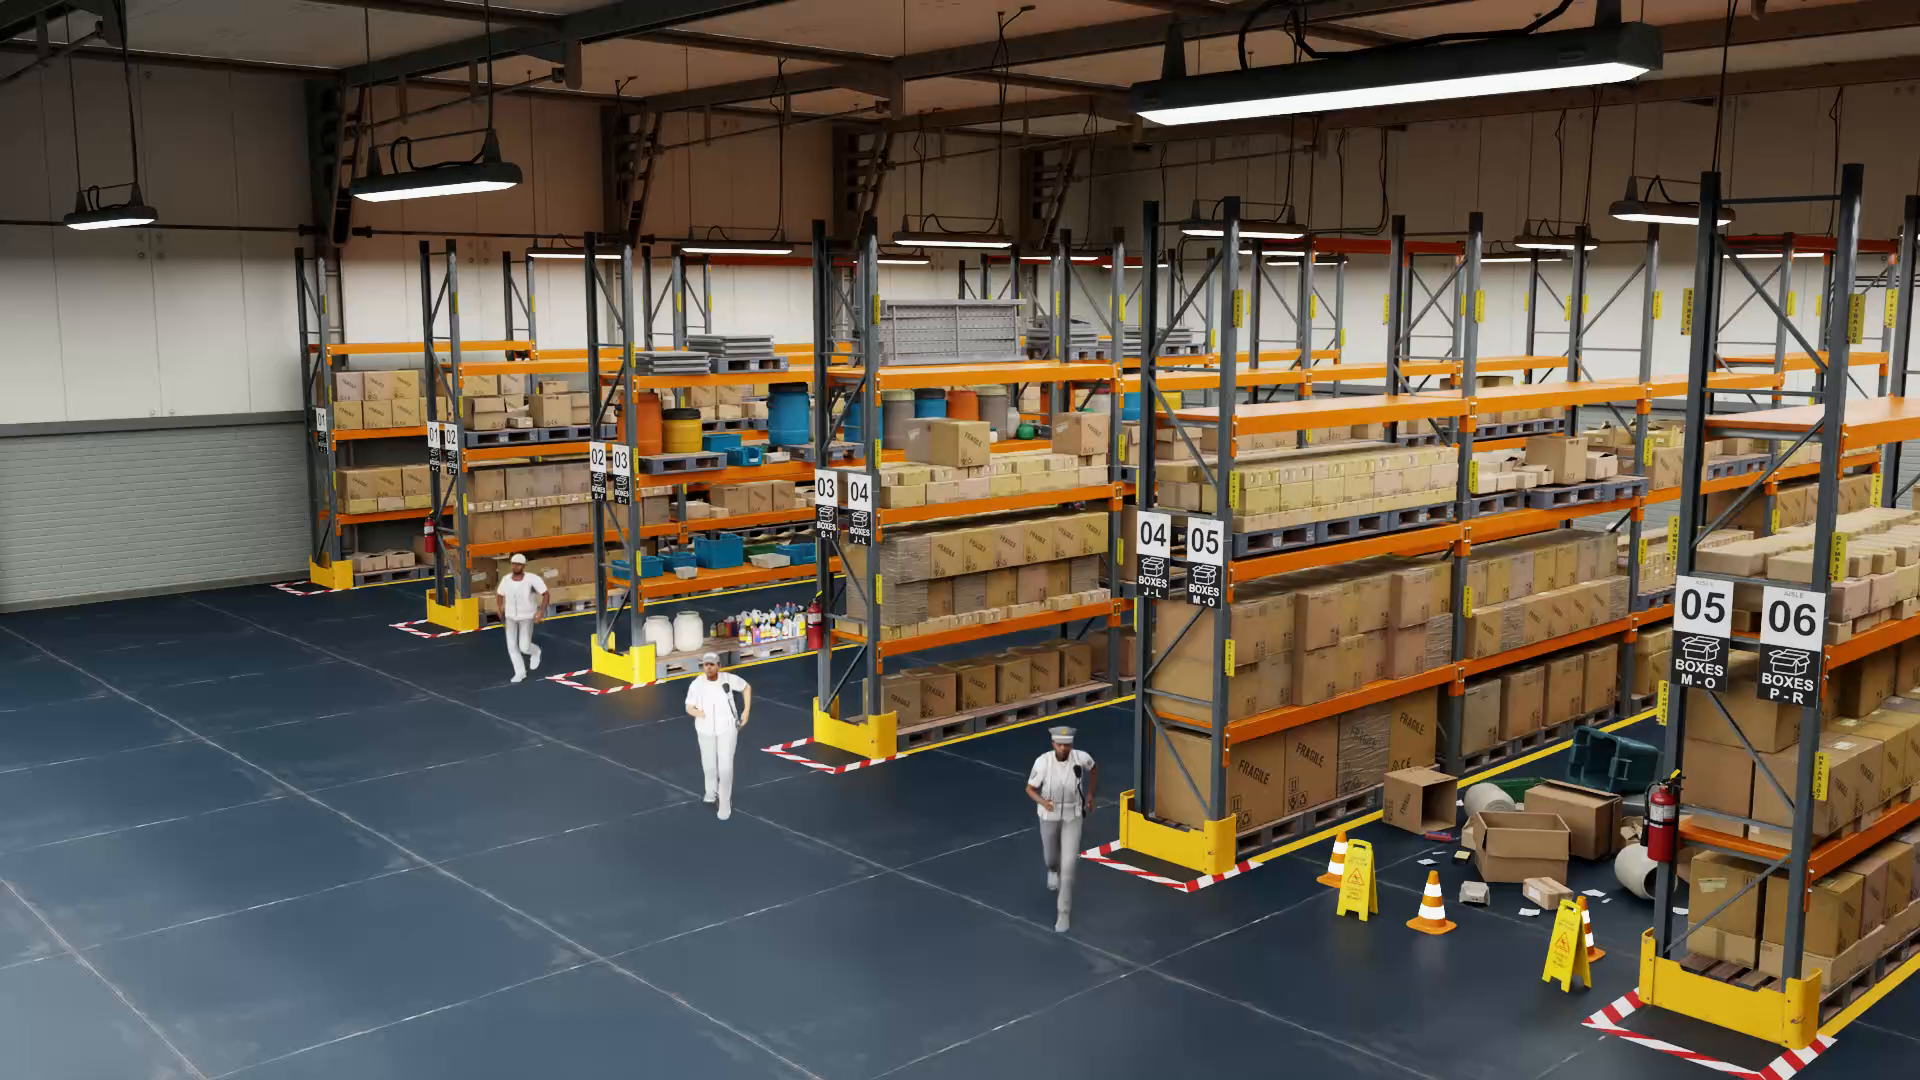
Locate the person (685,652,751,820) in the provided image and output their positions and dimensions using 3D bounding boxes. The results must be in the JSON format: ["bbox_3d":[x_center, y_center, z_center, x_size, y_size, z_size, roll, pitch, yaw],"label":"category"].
[{"bbox_3d":[-2.416,1.929,16.618,0.611,1.688,0.858,0,8,1],"label":"person"}]

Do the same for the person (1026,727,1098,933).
[{"bbox_3d":[0.852,2.332,13.947,0.610,1.702,0.948,0,8,0],"label":"person"}]

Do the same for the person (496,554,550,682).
[{"bbox_3d":[-5.915,1.031,22.513,0.731,1.723,0.612,1,8,6],"label":"person"}]

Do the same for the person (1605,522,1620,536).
[{"bbox_3d":[9.773,0.630,24.928,0.897,1.822,0.624,-7,11,-40],"label":"person"}]
